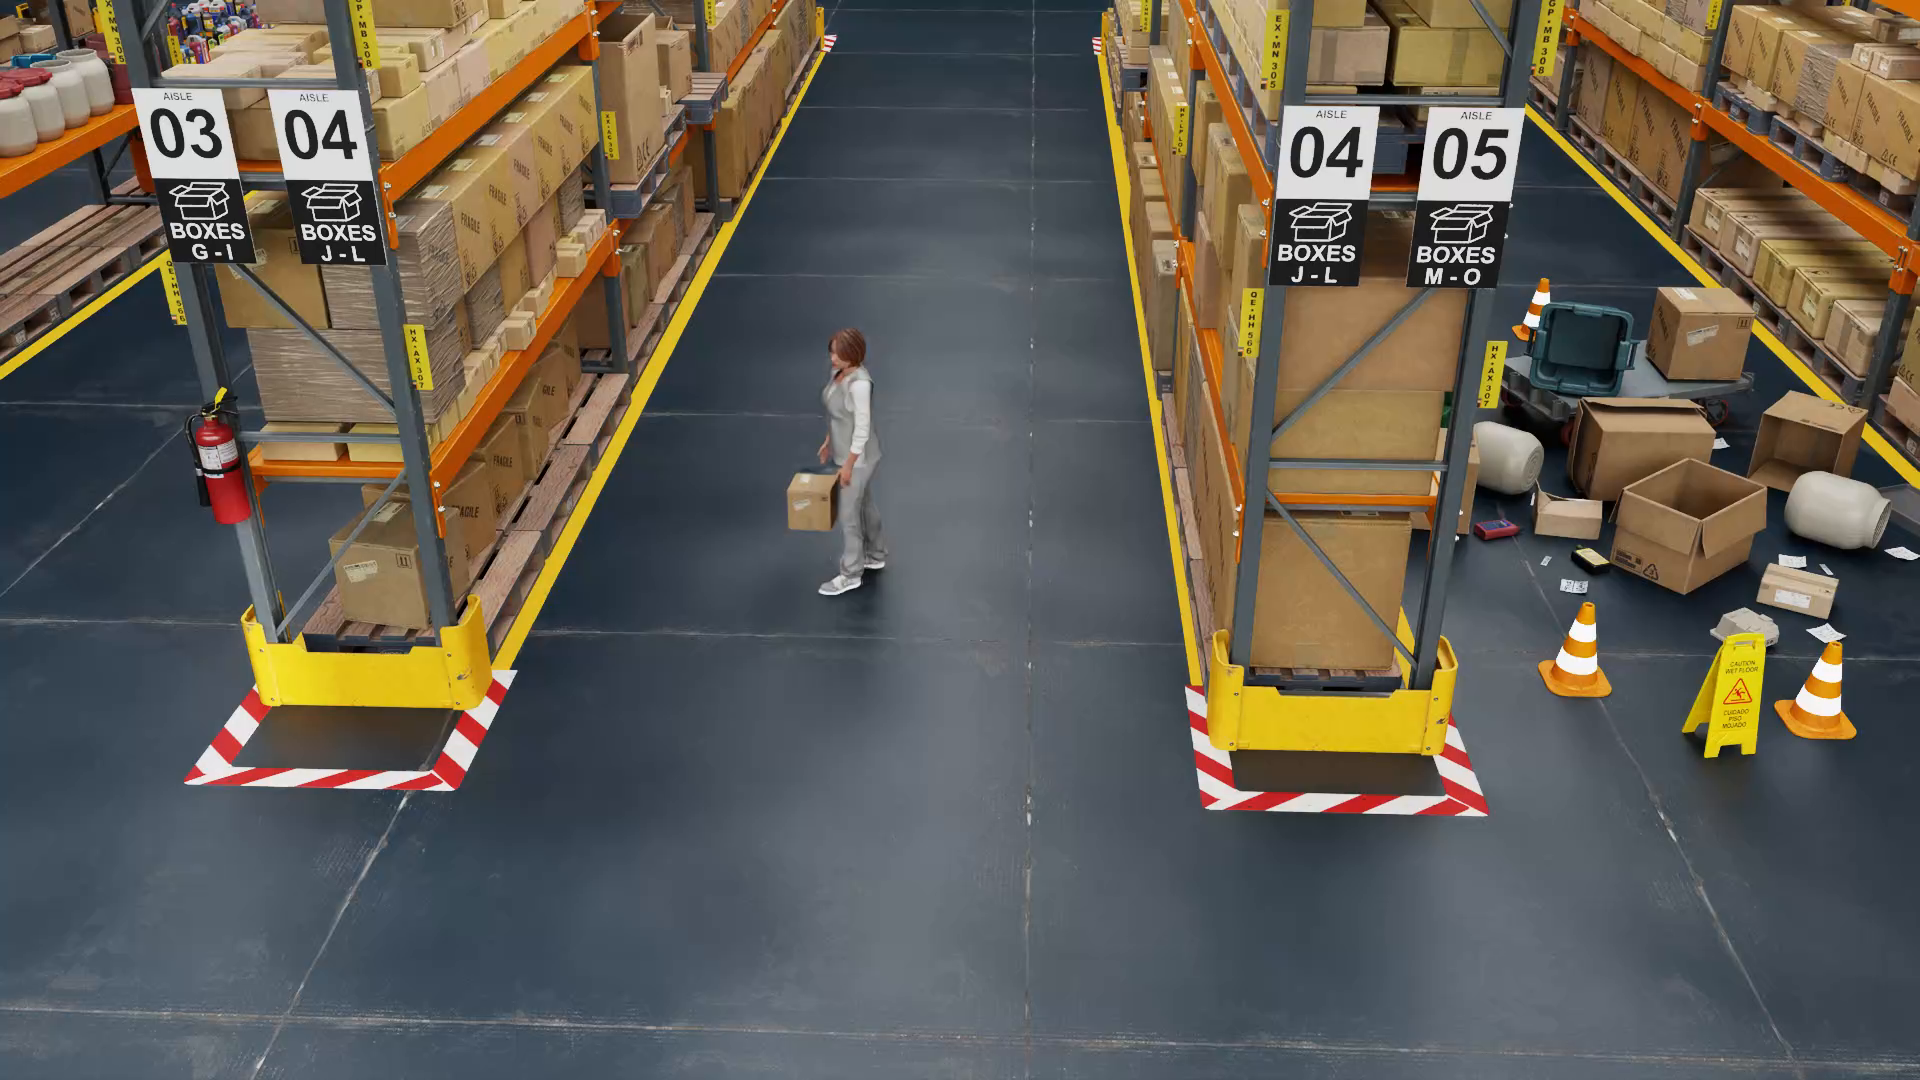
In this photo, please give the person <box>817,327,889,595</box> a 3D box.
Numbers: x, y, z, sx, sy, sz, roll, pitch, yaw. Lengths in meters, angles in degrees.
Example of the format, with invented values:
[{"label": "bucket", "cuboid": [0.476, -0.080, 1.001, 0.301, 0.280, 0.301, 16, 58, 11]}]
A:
[{"label": "person", "cuboid": [-0.632, -0.464, 9.484, 0.470, 1.600, 0.439, -8, 29, -15]}]
